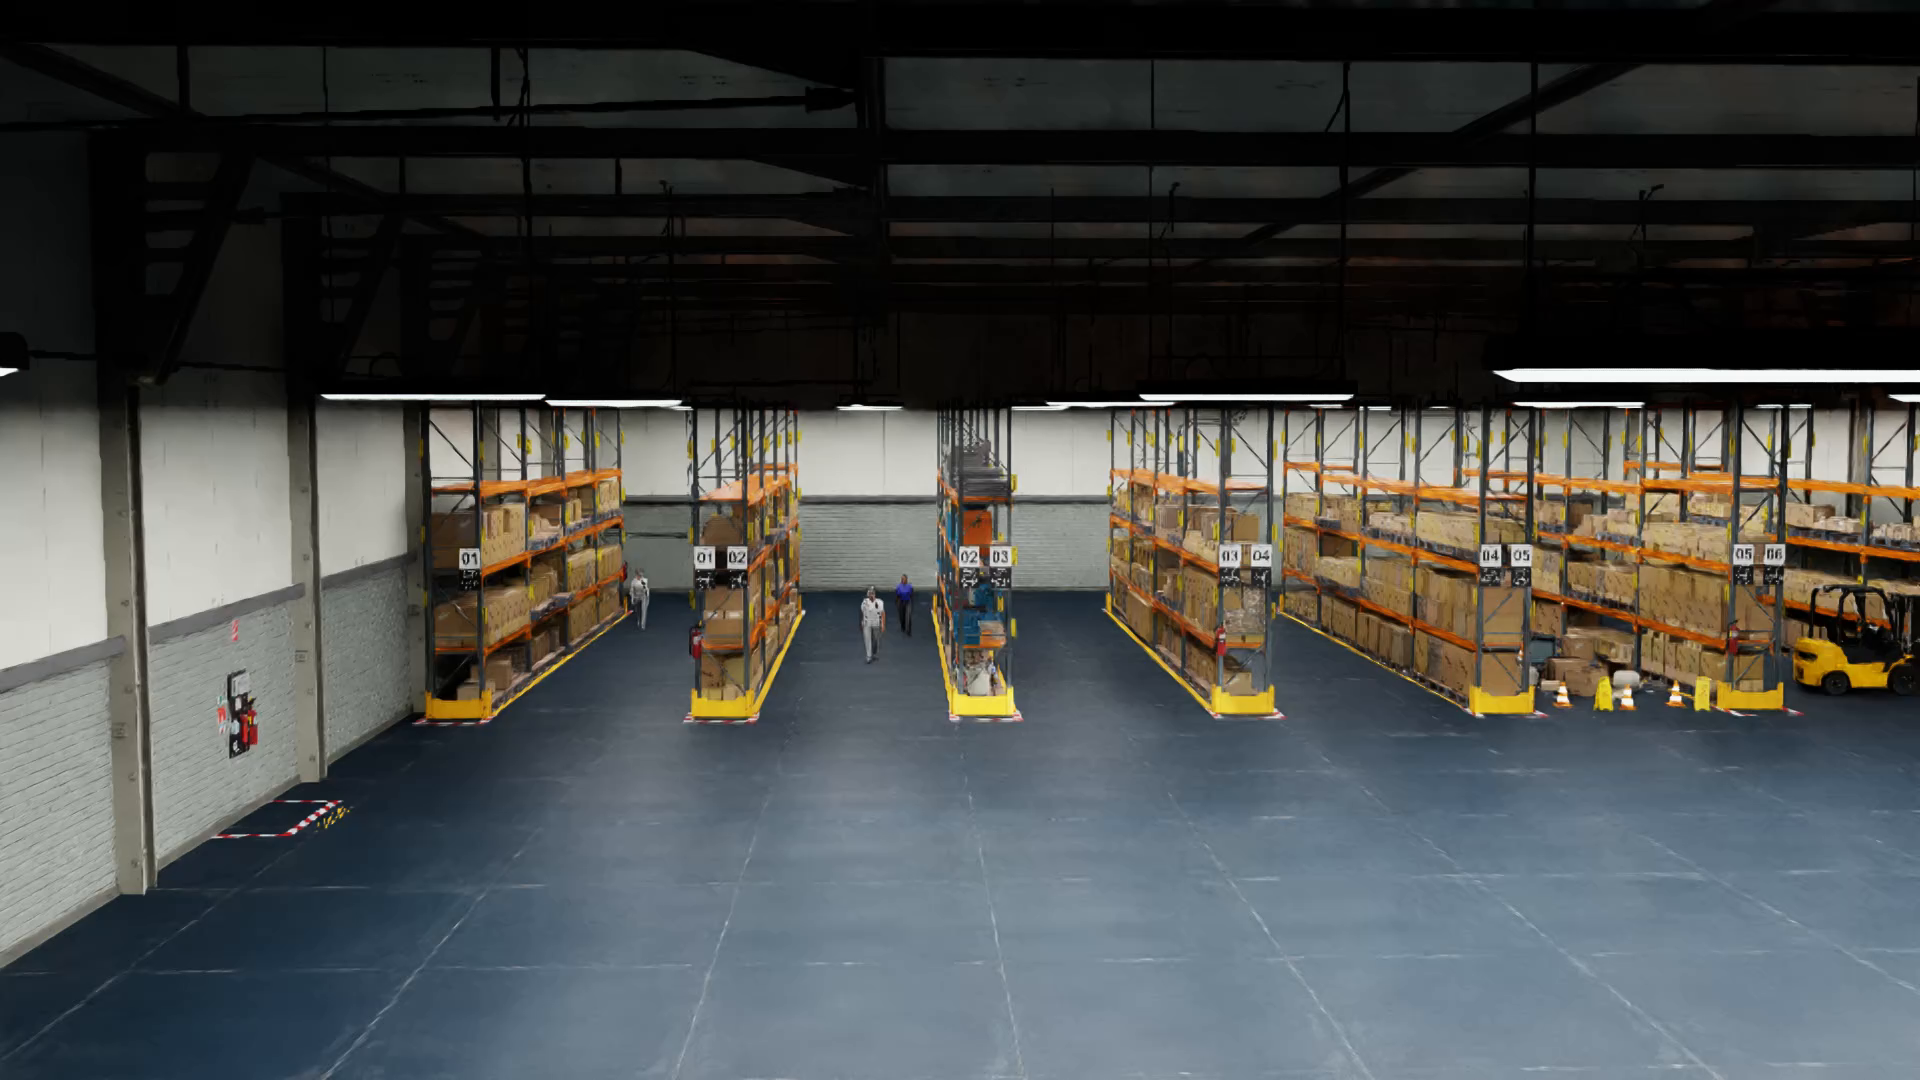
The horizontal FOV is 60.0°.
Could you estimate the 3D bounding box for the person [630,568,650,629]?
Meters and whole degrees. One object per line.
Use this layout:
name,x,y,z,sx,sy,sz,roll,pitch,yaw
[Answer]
person,-8.437,1.524,43.779,0.499,1.587,1.064,0,4,-4

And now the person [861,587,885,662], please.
person,-1.991,1.920,38.103,0.554,1.712,1.040,0,4,-3

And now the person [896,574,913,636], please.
person,-1.422,1.636,42.526,0.447,1.574,1.088,0,4,0
